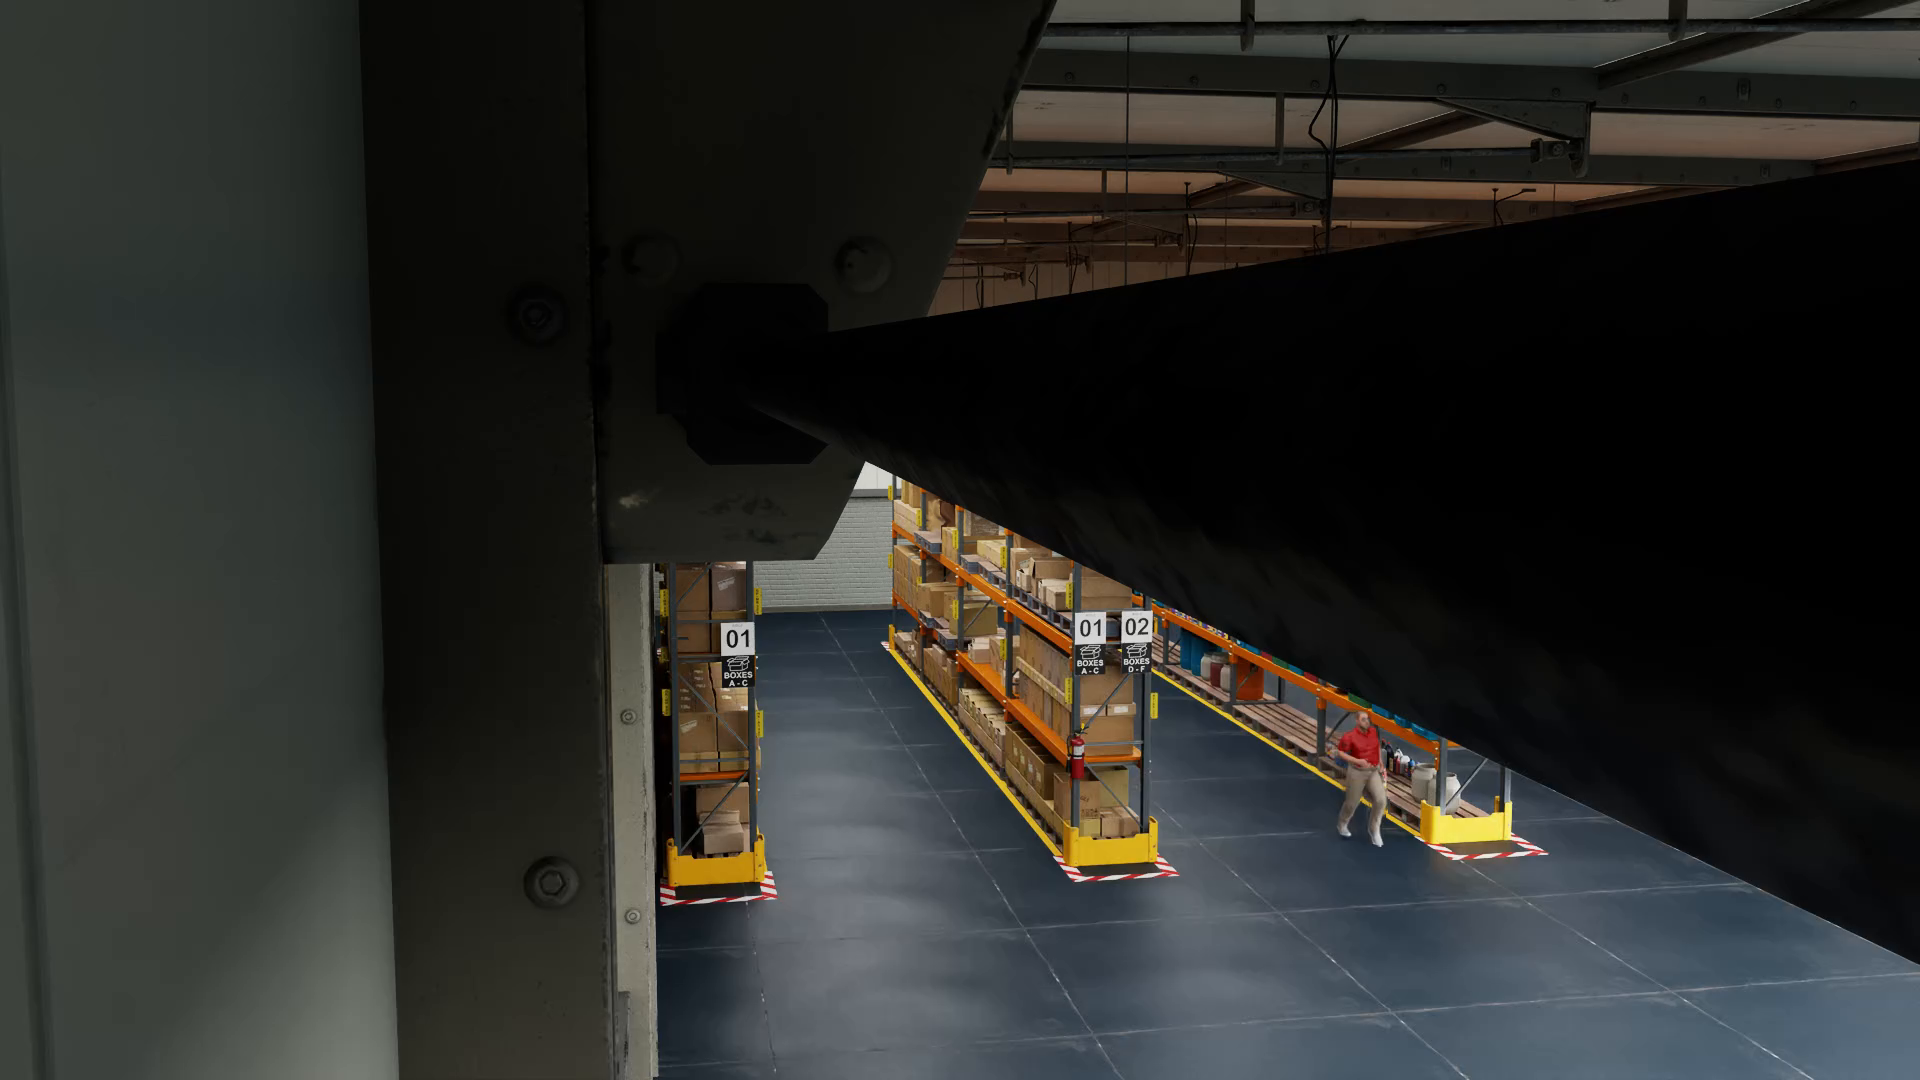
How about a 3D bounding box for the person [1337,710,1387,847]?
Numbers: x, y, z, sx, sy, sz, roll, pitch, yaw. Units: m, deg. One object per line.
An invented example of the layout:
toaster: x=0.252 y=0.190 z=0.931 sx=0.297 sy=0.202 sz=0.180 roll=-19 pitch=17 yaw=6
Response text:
person: x=5.275 y=3.119 z=21.890 sx=0.706 sy=1.793 sz=0.706 roll=-2 pitch=7 yaw=-20
